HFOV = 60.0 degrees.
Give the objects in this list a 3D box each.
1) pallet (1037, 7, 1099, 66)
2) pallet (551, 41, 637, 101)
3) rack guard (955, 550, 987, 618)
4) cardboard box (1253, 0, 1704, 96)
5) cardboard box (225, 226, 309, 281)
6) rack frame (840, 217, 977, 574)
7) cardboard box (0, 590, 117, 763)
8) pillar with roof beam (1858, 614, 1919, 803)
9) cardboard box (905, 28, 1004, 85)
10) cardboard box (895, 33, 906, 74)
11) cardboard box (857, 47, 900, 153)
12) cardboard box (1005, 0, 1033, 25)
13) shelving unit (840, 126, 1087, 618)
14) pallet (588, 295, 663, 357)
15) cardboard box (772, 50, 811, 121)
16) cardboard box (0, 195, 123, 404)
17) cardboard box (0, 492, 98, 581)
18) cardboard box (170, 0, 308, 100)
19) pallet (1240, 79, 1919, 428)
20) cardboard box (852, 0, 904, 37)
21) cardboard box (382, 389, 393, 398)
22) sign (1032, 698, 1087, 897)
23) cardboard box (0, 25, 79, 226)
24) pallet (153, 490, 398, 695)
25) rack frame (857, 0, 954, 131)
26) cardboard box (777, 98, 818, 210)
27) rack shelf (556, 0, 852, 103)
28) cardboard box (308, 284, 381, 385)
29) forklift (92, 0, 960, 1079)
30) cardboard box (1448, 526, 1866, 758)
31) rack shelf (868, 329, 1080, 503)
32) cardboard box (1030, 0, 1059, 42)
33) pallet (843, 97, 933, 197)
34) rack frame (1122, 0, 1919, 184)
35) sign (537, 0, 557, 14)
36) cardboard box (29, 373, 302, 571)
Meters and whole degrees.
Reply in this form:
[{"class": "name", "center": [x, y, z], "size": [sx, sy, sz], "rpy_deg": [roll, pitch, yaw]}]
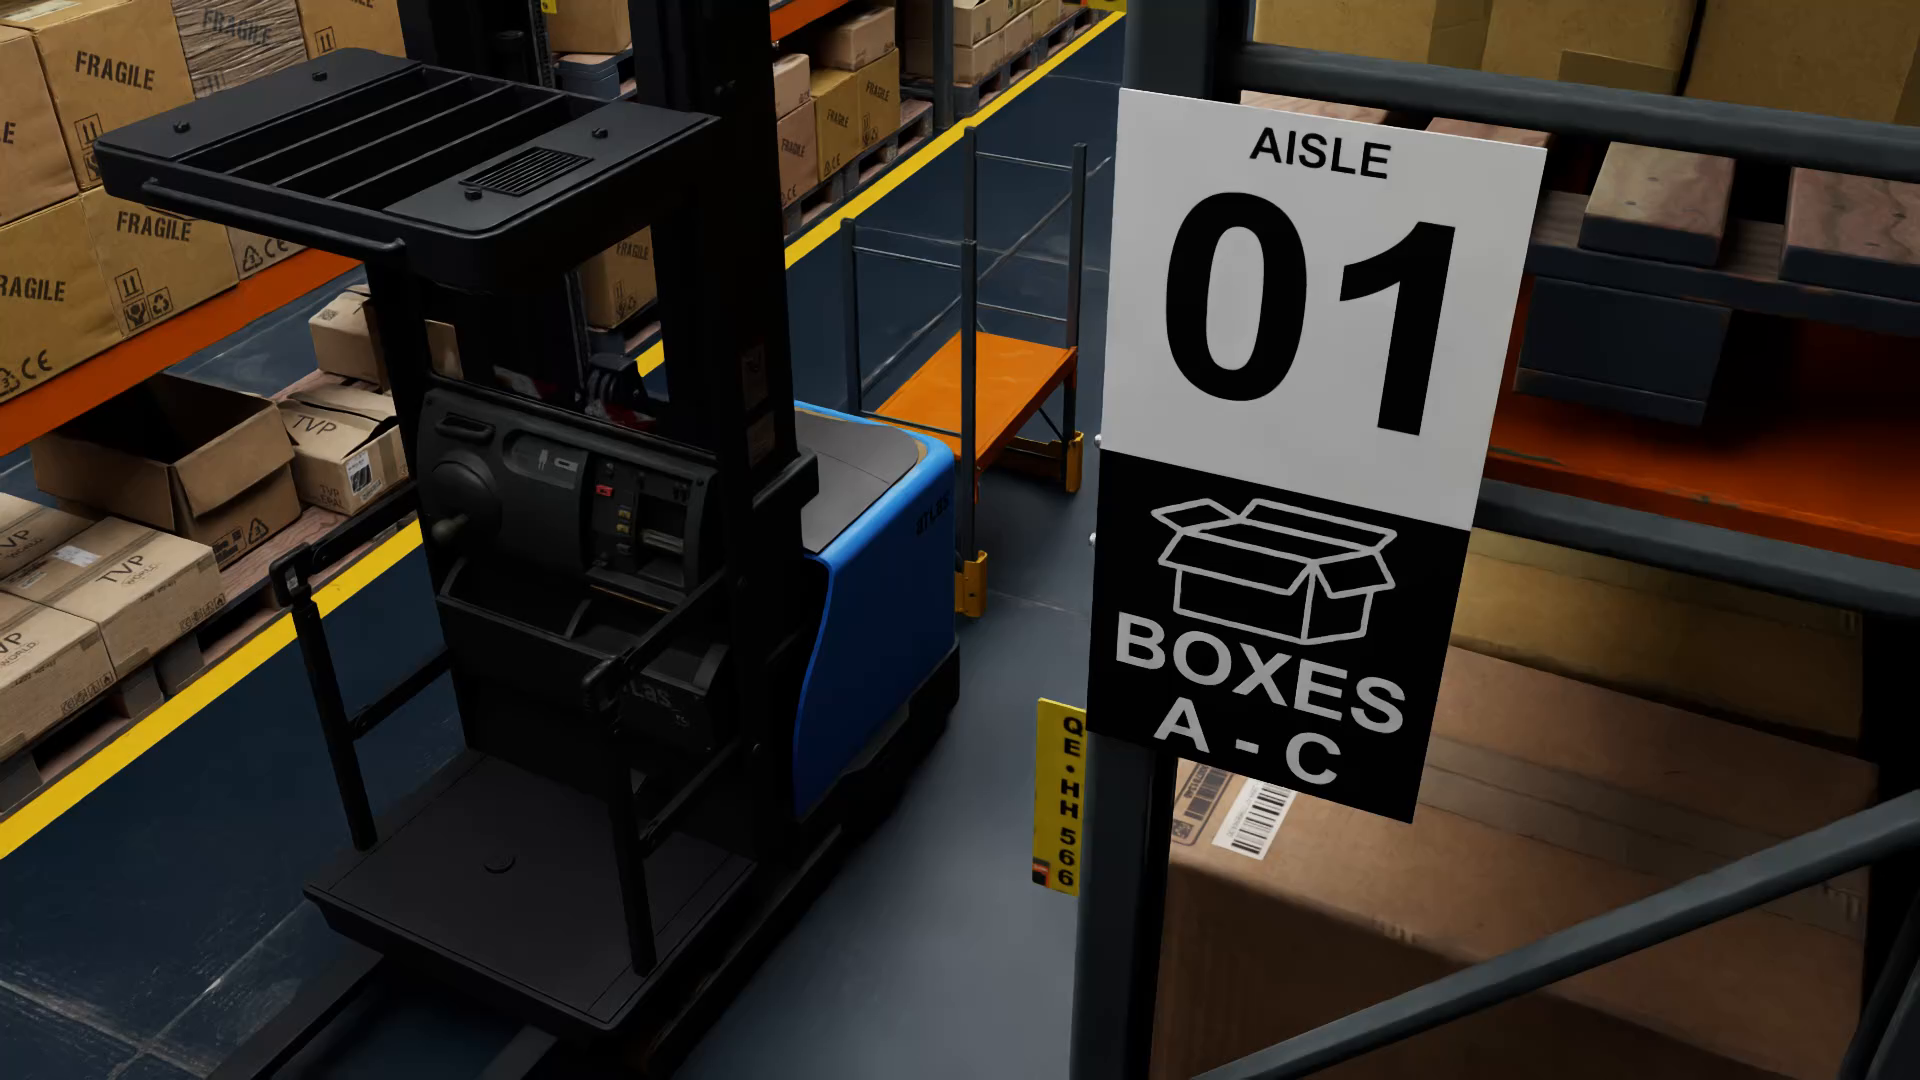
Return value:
[{"class": "pallet", "center": [0.371, -3.894, 12.496], "size": [1.003, 0.211, 1.213], "rpy_deg": [14, 36, 20]}, {"class": "pallet", "center": [-1.760, -2.354, 7.780], "size": [1.003, 0.211, 1.213], "rpy_deg": [14, 36, 20]}, {"class": "rack guard", "center": [-0.176, 0.106, 6.361], "size": [0.587, 0.250, 0.087], "rpy_deg": [14, 36, 20]}, {"class": "cardboard box", "center": [0.699, -0.770, 2.115], "size": [0.500, 0.250, 0.500], "rpy_deg": [15, 36, 22]}, {"class": "cardboard box", "center": [-2.597, -1.282, 5.879], "size": [0.500, 0.500, 0.500], "rpy_deg": [15, 36, 22]}, {"class": "rack frame", "center": [-0.177, -0.417, 6.017], "size": [0.500, 1.500, 0.032], "rpy_deg": [14, 36, 20]}, {"class": "cardboard box", "center": [-3.173, 0.442, 5.447], "size": [0.500, 0.250, 0.500], "rpy_deg": [14, 36, 20]}, {"class": "pillar with roof beam", "center": [-1.110, -3.876, 4.455], "size": [9.100, 9.000, 0.400], "rpy_deg": [14, 36, 20]}, {"class": "cardboard box", "center": [-0.034, -3.273, 11.131], "size": [0.500, 0.250, 0.500], "rpy_deg": [14, 36, 20]}, {"class": "cardboard box", "center": [-0.522, -3.397, 11.320], "size": [0.500, 0.250, 0.500], "rpy_deg": [15, 36, 22]}, {"class": "cardboard box", "center": [-0.698, -2.673, 9.969], "size": [0.500, 0.500, 0.500], "rpy_deg": [16, 36, 22]}, {"class": "cardboard box", "center": [0.178, -3.771, 11.379], "size": [0.500, 0.311, 0.500], "rpy_deg": [13, 36, 19]}, {"class": "shelving unit", "center": [0.032, -0.665, 6.397], "size": [0.587, 1.500, 1.083], "rpy_deg": [14, 36, 20]}, {"class": "pallet", "center": [-1.888, -1.309, 8.554], "size": [1.003, 0.211, 1.213], "rpy_deg": [14, 36, 20]}, {"class": "cardboard box", "center": [-1.142, -2.447, 8.941], "size": [0.500, 0.250, 0.500], "rpy_deg": [13, 36, 20]}, {"class": "cardboard box", "center": [-3.019, -0.779, 5.112], "size": [0.500, 0.500, 0.500], "rpy_deg": [14, 36, 20]}, {"class": "cardboard box", "center": [-3.439, 0.103, 5.964], "size": [0.500, 0.250, 0.500], "rpy_deg": [14, 36, 20]}, {"class": "cardboard box", "center": [-2.593, -1.704, 5.609], "size": [0.500, 0.500, 0.500], "rpy_deg": [14, 36, 21]}, {"class": "pallet", "center": [0.934, -0.524, 2.159], "size": [1.003, 0.211, 1.213], "rpy_deg": [14, 36, 20]}, {"class": "cardboard box", "center": [-0.525, -3.631, 11.166], "size": [0.500, 0.311, 0.500], "rpy_deg": [15, 36, 22]}, {"class": "cardboard box", "center": [-2.277, -0.504, 6.982], "size": [0.380, 0.149, 0.250], "rpy_deg": [14, 36, 20]}, {"class": "sign", "center": [0.147, 0.351, 2.208], "size": [0.100, 0.325, 0.005], "rpy_deg": [14, 36, 20]}, {"class": "cardboard box", "center": [-3.017, -1.200, 4.841], "size": [0.500, 0.500, 0.500], "rpy_deg": [15, 36, 21]}, {"class": "pallet", "center": [-2.991, 0.056, 6.472], "size": [1.003, 0.211, 1.213], "rpy_deg": [14, 36, 20]}, {"class": "rack frame", "center": [-0.520, -4.054, 10.197], "size": [1.000, 3.000, 0.127], "rpy_deg": [14, 36, 20]}, {"class": "cardboard box", "center": [-1.129, -2.152, 9.175], "size": [0.500, 0.500, 0.500], "rpy_deg": [13, 35, 19]}, {"class": "rack shelf", "center": [-1.357, -2.757, 8.875], "size": [1.077, 0.370, 4.000], "rpy_deg": [14, 36, 20]}, {"class": "cardboard box", "center": [-2.566, -0.962, 7.532], "size": [0.500, 0.311, 0.500], "rpy_deg": [14, 36, 20]}, {"class": "forklift", "center": [-1.139, -0.053, 4.158], "size": [1.130, 2.935, 3.031], "rpy_deg": [16, 37, 23]}, {"class": "cardboard box", "center": [1.132, 0.319, 3.255], "size": [0.980, 0.700, 0.700], "rpy_deg": [14, 36, 20]}, {"class": "rack shelf", "center": [0.036, -0.519, 6.502], "size": [0.538, 0.185, 1.000], "rpy_deg": [14, 36, 20]}, {"class": "cardboard box", "center": [0.387, -3.784, 11.910], "size": [0.500, 0.250, 0.500], "rpy_deg": [13, 36, 19]}, {"class": "pallet", "center": [-0.867, -2.524, 10.407], "size": [1.003, 0.211, 1.213], "rpy_deg": [14, 36, 20]}, {"class": "rack frame", "center": [0.634, -1.444, 0.745], "size": [1.000, 3.000, 0.127], "rpy_deg": [14, 36, 20]}, {"class": "sign", "center": [-1.698, -2.303, 6.737], "size": [0.100, 0.325, 0.005], "rpy_deg": [14, 36, 20]}, {"class": "cardboard box", "center": [-2.975, -0.265, 6.294], "size": [0.797, 0.503, 0.637], "rpy_deg": [14, 36, 20]}]
